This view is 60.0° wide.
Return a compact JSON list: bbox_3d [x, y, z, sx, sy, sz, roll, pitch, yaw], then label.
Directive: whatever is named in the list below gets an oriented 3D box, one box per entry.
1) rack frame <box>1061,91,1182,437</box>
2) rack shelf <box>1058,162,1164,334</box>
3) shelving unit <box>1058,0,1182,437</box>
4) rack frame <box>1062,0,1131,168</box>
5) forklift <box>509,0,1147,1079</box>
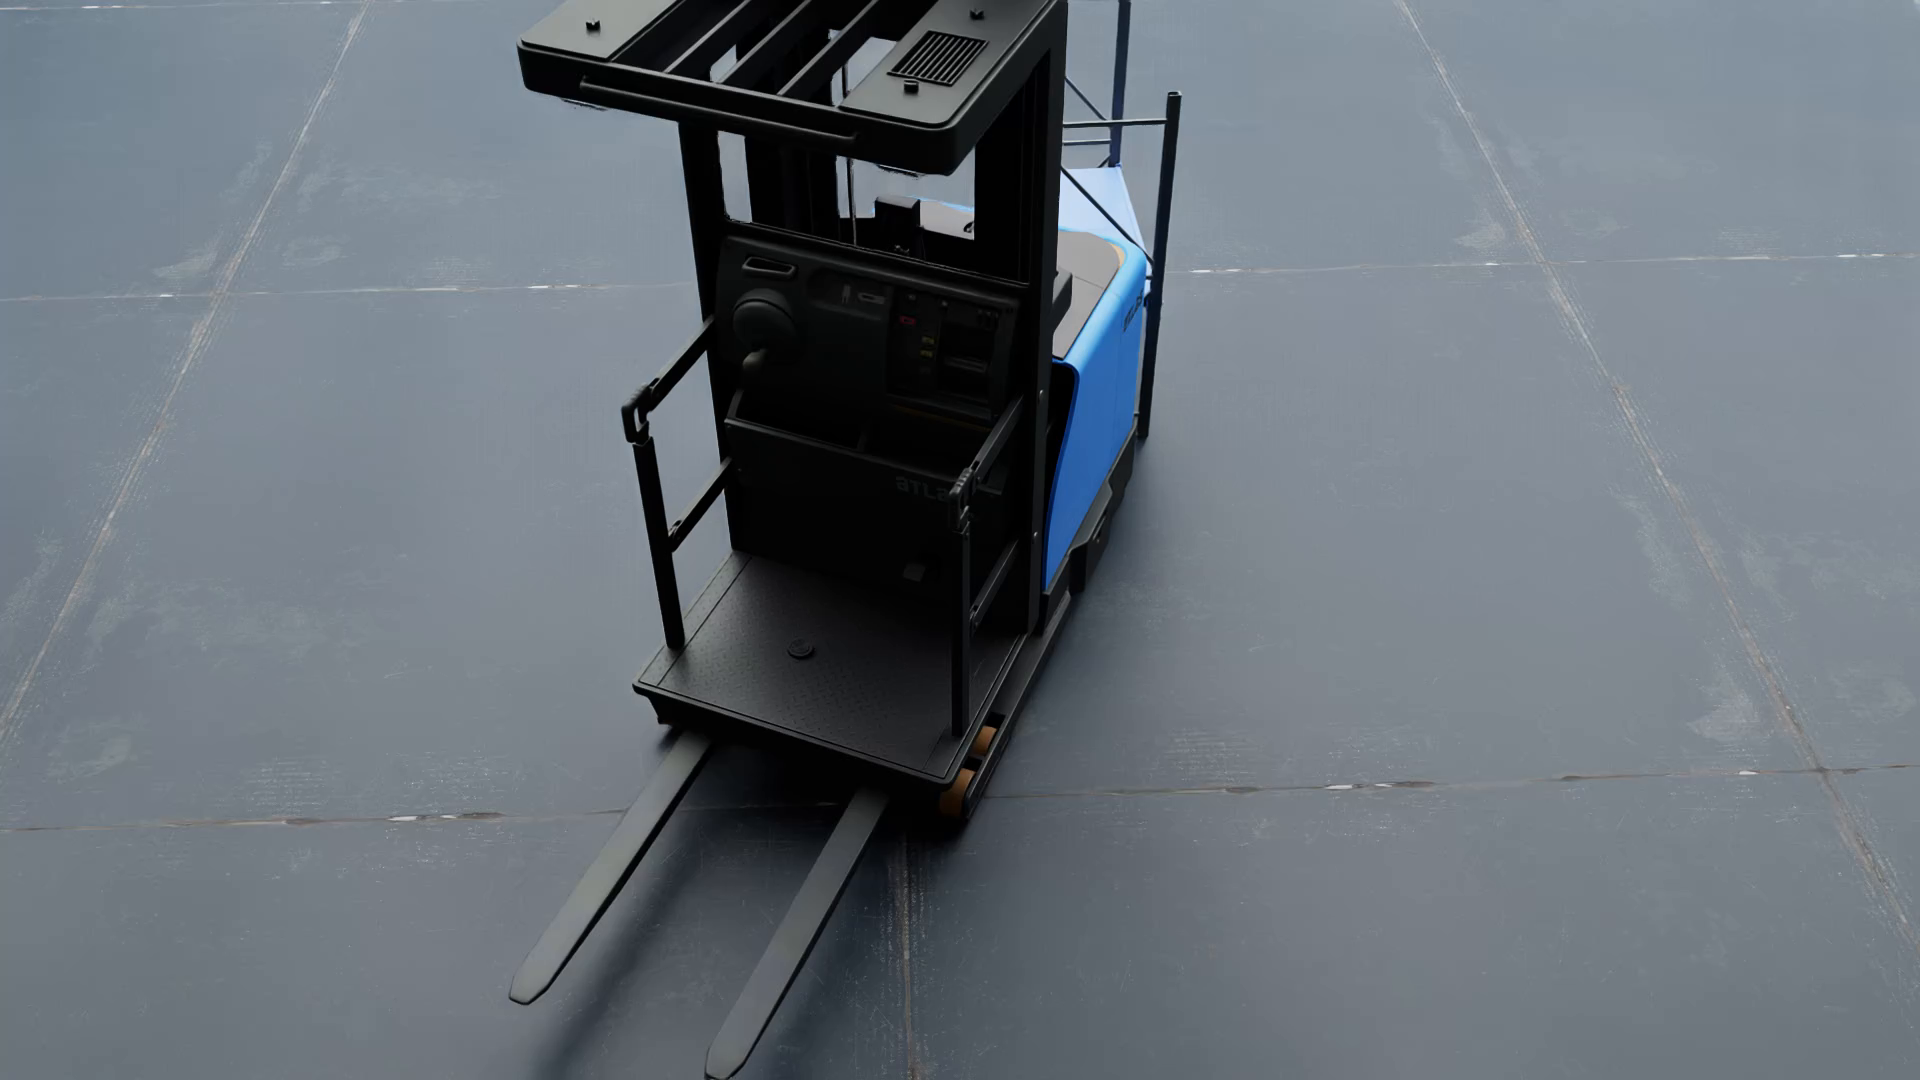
[{"bbox_3d":[0.508,-0.966,6.194,0.500,1.500,0.032,-3,43,-4],"label":"rack frame"},{"bbox_3d":[0.465,-1.176,6.689,0.538,0.185,1.000,-3,43,-4],"label":"rack shelf"},{"bbox_3d":[0.465,-1.309,6.568,0.538,1.500,1.048,-3,43,-4],"label":"shelving unit"},{"bbox_3d":[0.422,-1.651,6.941,0.500,1.500,0.032,-3,43,-4],"label":"rack frame"},{"bbox_3d":[-0.358,-0.524,4.653,1.130,2.935,3.031,15,45,16],"label":"forklift"}]
